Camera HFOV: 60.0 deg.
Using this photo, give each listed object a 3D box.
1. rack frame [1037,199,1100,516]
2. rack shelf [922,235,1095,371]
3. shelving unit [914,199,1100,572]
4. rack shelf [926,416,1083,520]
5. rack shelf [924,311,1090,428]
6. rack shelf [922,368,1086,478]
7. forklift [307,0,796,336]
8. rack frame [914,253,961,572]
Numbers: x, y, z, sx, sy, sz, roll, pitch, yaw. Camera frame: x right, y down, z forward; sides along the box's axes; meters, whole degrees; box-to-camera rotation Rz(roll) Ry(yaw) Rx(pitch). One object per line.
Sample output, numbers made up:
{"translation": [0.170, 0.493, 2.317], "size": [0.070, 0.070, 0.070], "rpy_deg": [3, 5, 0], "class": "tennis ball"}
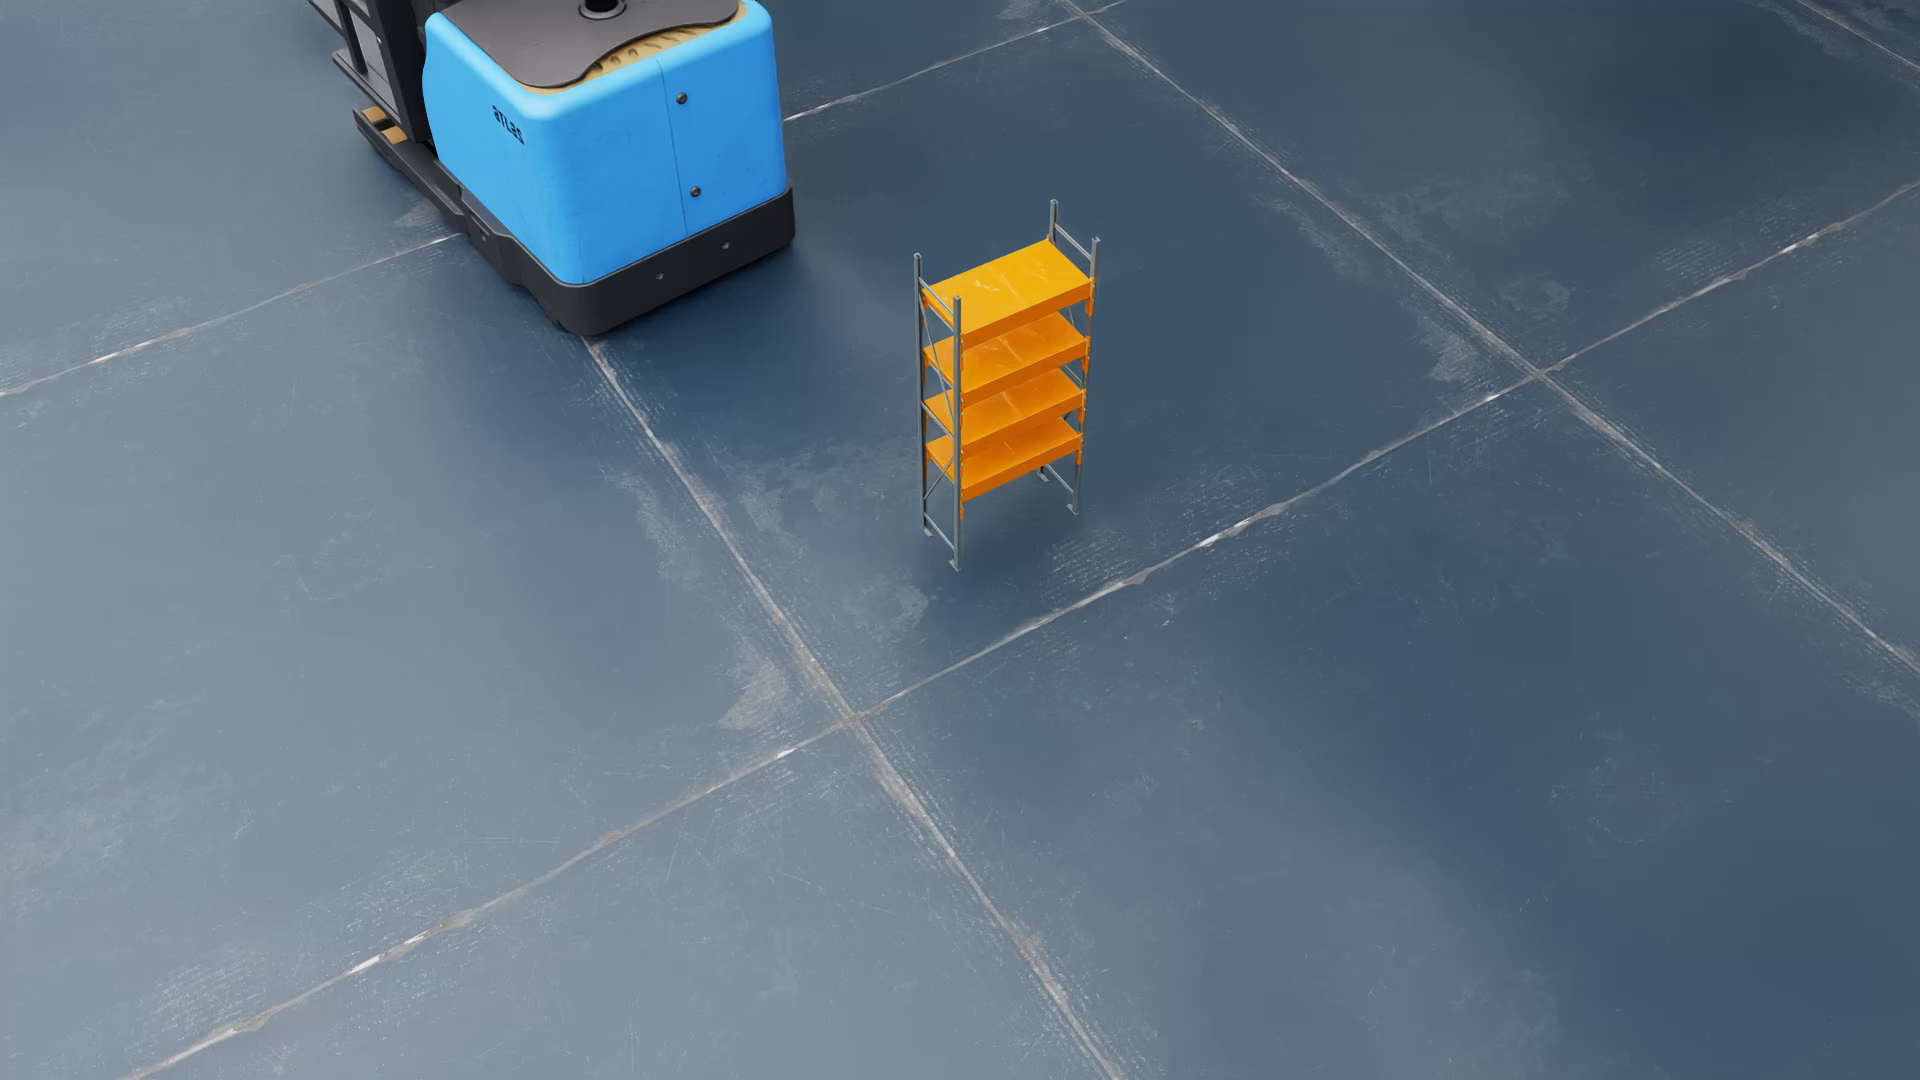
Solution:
{"translation": [0.346, -0.562, 5.447], "size": [0.015, 1.200, 0.240], "rpy_deg": [-25, 53, -21], "class": "rack frame"}
{"translation": [0.140, -0.726, 5.067], "size": [0.480, 0.148, 0.258], "rpy_deg": [-25, 53, -21], "class": "rack shelf"}
{"translation": [0.140, -0.465, 5.361], "size": [0.503, 1.200, 0.258], "rpy_deg": [-25, 53, -21], "class": "shelving unit"}
{"translation": [0.140, -0.288, 5.559], "size": [0.480, 0.148, 0.258], "rpy_deg": [-25, 53, -21], "class": "rack shelf"}
{"translation": [0.140, -0.569, 5.244], "size": [0.480, 0.148, 0.258], "rpy_deg": [-25, 53, -21], "class": "rack shelf"}
{"translation": [0.140, -0.420, 5.411], "size": [0.480, 0.148, 0.258], "rpy_deg": [-25, 53, -21], "class": "rack shelf"}
{"translation": [-1.982, -2.800, 6.281], "size": [1.130, 2.935, 3.031], "rpy_deg": [-31, 55, -25], "class": "forklift"}
{"translation": [-0.066, -0.368, 5.274], "size": [0.015, 1.200, 0.240], "rpy_deg": [-25, 53, -21], "class": "rack frame"}
